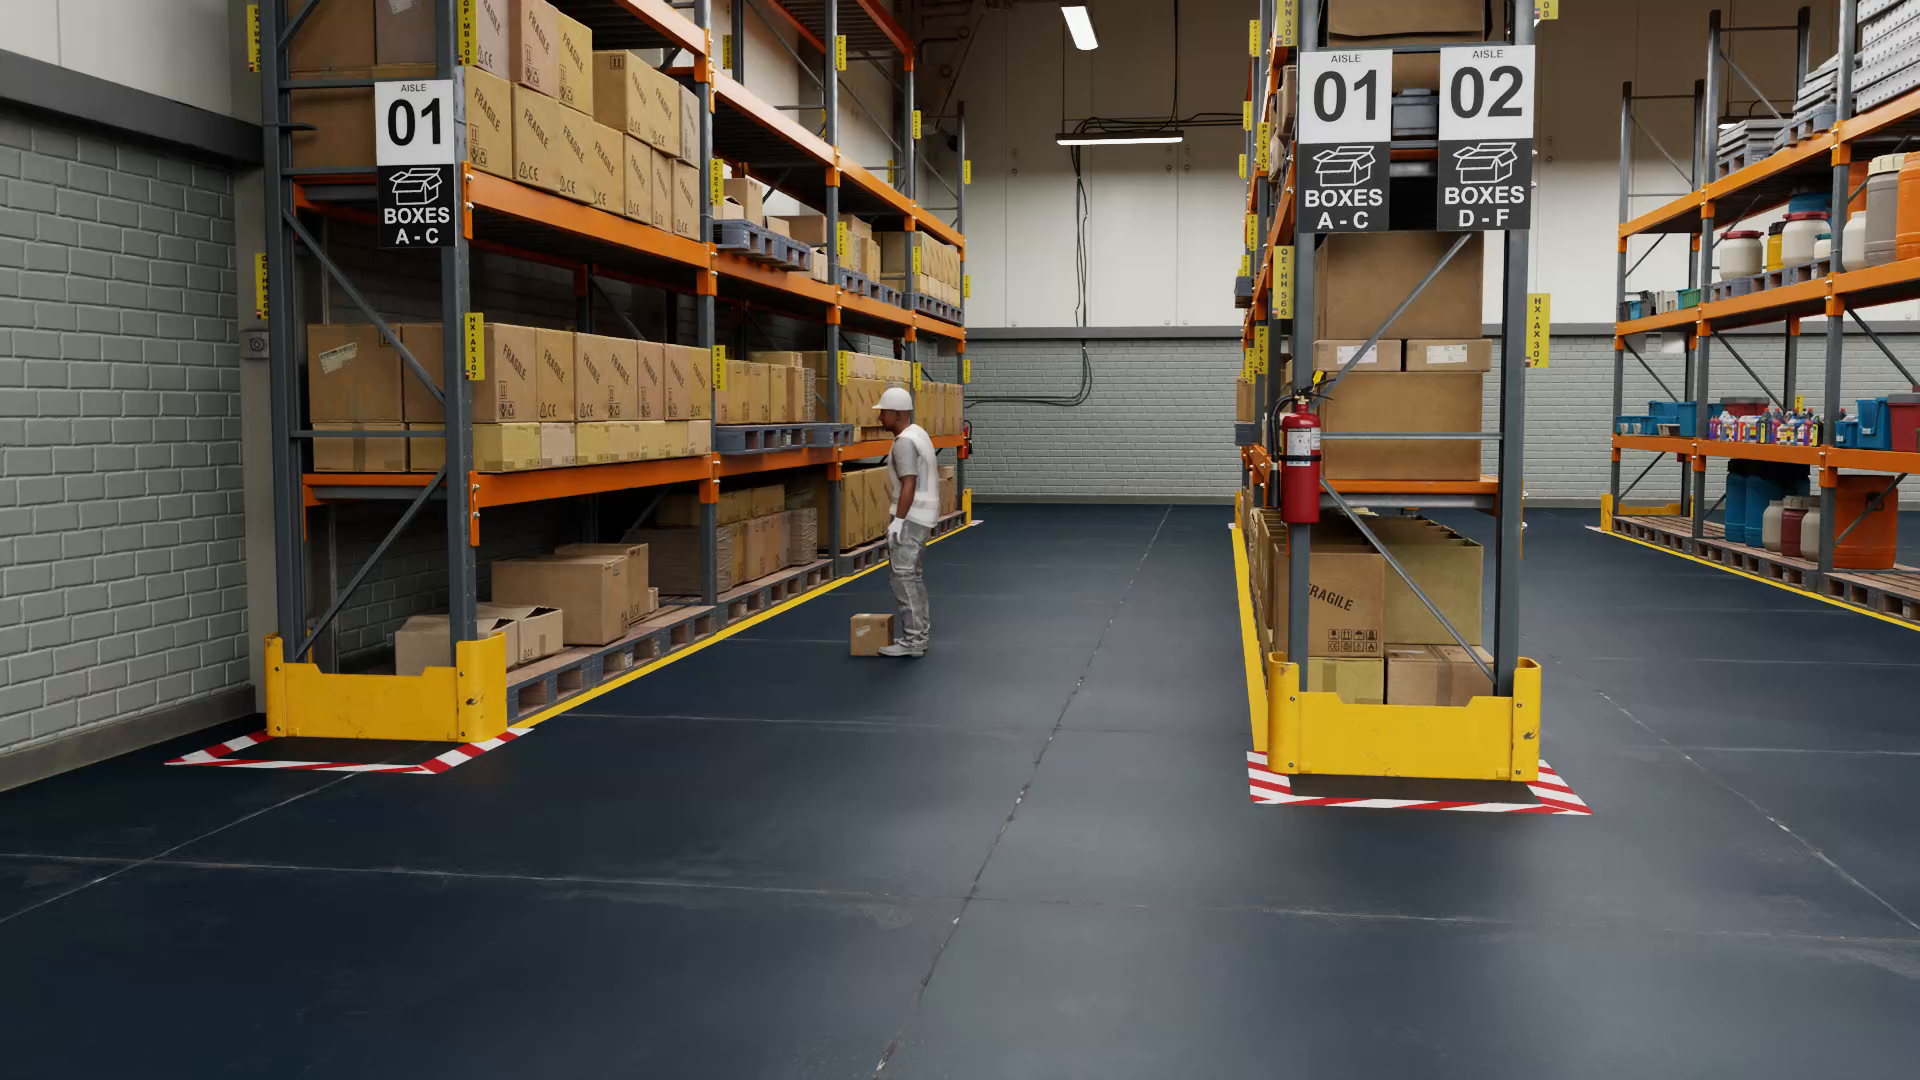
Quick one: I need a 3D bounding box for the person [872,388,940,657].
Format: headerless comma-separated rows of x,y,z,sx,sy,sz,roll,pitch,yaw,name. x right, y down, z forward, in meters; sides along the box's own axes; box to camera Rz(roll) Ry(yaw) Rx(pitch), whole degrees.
-0.361,-0.121,11.074,0.444,1.776,0.632,0,4,6,person
